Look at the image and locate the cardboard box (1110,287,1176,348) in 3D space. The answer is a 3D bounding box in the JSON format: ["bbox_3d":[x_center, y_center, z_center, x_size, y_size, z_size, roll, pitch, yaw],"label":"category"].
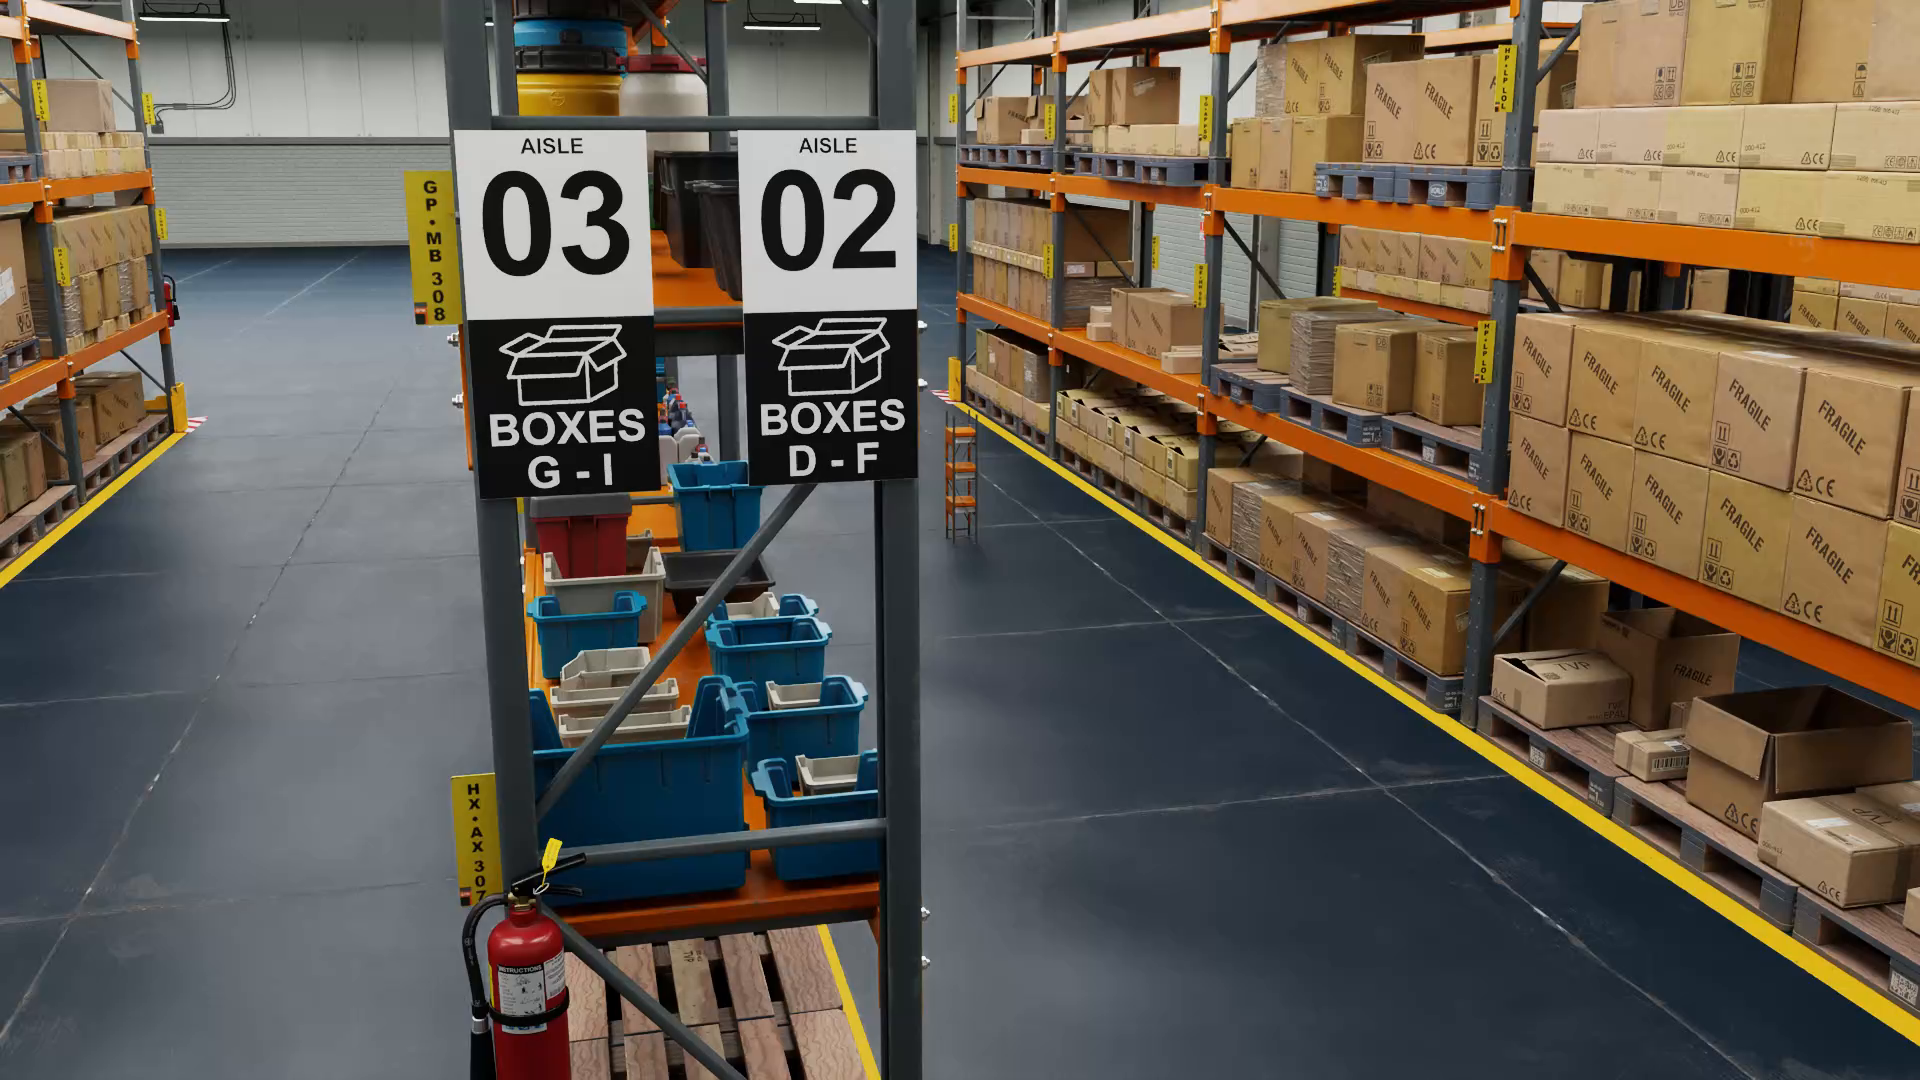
[{"bbox_3d":[1.690,-2.045,15.267,0.500,0.500,0.500,-2,14,-9],"label":"cardboard box"}]

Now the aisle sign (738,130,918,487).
[{"bbox_3d":[-0.290,-0.516,3.739,0.394,0.787,0.004,-3,14,-13],"label":"aisle sign"}]

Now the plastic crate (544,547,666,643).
[{"bbox_3d":[-1.356,0.215,6.348,0.437,0.282,0.530,-3,14,-13],"label":"plastic crate"}]

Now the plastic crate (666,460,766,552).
[{"bbox_3d":[-1.094,-0.108,7.457,0.392,0.384,0.575,-3,14,-13],"label":"plastic crate"}]

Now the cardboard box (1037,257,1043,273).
[{"bbox_3d":[1.009,-2.828,17.105,0.380,0.149,0.250,-4,14,-15],"label":"cardboard box"}]

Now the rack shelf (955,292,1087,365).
[{"bbox_3d":[0.932,-2.408,18.480,1.077,0.370,4.000,-3,14,-13],"label":"rack shelf"}]

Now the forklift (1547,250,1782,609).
[{"bbox_3d":[4.927,-1.129,11.871,1.130,2.935,3.031,-4,14,-14],"label":"forklift"}]

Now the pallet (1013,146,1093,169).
[{"bbox_3d":[1.176,-3.906,16.960,1.003,0.211,1.213,-3,14,-13],"label":"pallet"}]

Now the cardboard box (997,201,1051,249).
[{"bbox_3d":[0.820,-3.540,18.652,0.700,0.500,0.500,-3,14,-13],"label":"cardboard box"}]

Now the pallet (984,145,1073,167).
[{"bbox_3d":[0.893,-4.187,18.109,1.003,0.211,1.213,-3,14,-13],"label":"pallet"}]

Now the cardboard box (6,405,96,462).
[{"bbox_3d":[-8.425,-0.961,15.422,0.500,0.500,0.500,1,14,5],"label":"cardboard box"}]

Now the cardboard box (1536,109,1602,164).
[{"bbox_3d":[3.153,-1.952,8.038,0.500,0.250,0.500,-3,14,-13],"label":"cardboard box"}]

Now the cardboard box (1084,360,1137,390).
[{"bbox_3d":[1.597,-1.653,17.202,0.500,0.500,0.500,-3,14,-13],"label":"cardboard box"}]

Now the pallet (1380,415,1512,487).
[{"bbox_3d":[3.199,-0.548,9.754,1.003,0.211,1.213,-3,14,-13],"label":"pallet"}]

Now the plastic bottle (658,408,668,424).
[{"bbox_3d":[-1.793,-0.658,10.045,0.061,0.283,0.133,-3,14,-13],"label":"plastic bottle"}]

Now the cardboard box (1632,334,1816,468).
[{"bbox_3d":[3.360,-0.623,7.339,0.500,0.500,0.500,-4,14,-15],"label":"cardboard box"}]

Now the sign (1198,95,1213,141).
[{"bbox_3d":[1.800,-3.091,12.183,0.100,0.325,0.005,-3,14,-13],"label":"sign"}]

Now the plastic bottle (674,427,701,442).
[{"bbox_3d":[-1.545,-0.510,9.457,0.152,0.276,0.135,-3,14,-13],"label":"plastic bottle"}]

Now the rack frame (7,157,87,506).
[{"bbox_3d":[-8.228,-1.745,14.249,1.000,3.000,0.127,-3,14,-13],"label":"rack frame"}]

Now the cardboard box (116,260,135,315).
[{"bbox_3d":[-8.756,-2.506,16.527,0.875,0.500,0.500,-3,14,-13],"label":"cardboard box"}]

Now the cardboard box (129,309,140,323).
[{"bbox_3d":[-8.690,-2.320,17.134,0.380,0.149,0.250,-3,14,-13],"label":"cardboard box"}]

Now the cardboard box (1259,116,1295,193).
[{"bbox_3d":[2.596,-2.663,11.475,0.910,0.500,0.500,-3,14,-13],"label":"cardboard box"}]

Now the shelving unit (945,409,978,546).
[{"bbox_3d":[0.013,-0.498,13.252,0.215,1.050,0.252,-3,14,-13],"label":"shelving unit"}]

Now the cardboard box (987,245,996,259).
[{"bbox_3d":[0.524,-3.303,19.051,0.380,0.149,0.250,-4,14,-14],"label":"cardboard box"}]

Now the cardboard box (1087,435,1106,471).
[{"bbox_3d":[1.499,-0.820,15.373,0.500,0.250,0.500,-4,14,-15],"label":"cardboard box"}]

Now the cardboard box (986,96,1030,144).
[{"bbox_3d":[0.587,-4.598,18.218,0.500,0.500,0.500,-3,14,-13],"label":"cardboard box"}]

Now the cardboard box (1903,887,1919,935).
[{"bbox_3d":[3.845,1.425,6.319,0.380,0.166,0.250,-3,14,-13],"label":"cardboard box"}]

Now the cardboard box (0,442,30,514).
[{"bbox_3d":[-8.011,-0.490,13.454,0.700,0.500,0.500,-3,14,-14],"label":"cardboard box"}]

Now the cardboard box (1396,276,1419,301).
[{"bbox_3d":[5.449,-2.949,19.451,0.500,0.250,0.500,-3,14,-13],"label":"cardboard box"}]

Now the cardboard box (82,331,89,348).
[{"bbox_3d":[-8.118,-1.804,15.019,0.380,0.149,0.250,-3,14,-13],"label":"cardboard box"}]

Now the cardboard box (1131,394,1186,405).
[{"bbox_3d":[1.904,-1.240,15.909,0.500,0.311,0.500,-3,14,-12],"label":"cardboard box"}]

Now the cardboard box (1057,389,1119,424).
[{"bbox_3d":[1.257,-1.328,16.269,0.500,0.311,0.500,-3,14,-13],"label":"cardboard box"}]

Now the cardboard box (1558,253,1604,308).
[{"bbox_3d":[6.427,-2.587,16.558,0.700,0.500,0.500,-2,14,-7],"label":"cardboard box"}]

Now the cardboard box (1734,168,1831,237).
[{"bbox_3d":[3.504,-1.363,6.681,0.500,0.250,0.500,-3,14,-13],"label":"cardboard box"}]

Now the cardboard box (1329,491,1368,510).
[{"bbox_3d":[2.910,-0.051,11.655,0.500,0.500,0.500,-4,14,-15],"label":"cardboard box"}]

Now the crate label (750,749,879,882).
[{"bbox_3d":[-0.334,0.724,4.369,0.416,0.233,0.303,-3,14,-13],"label":"crate label"}]

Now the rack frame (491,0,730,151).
[{"bbox_3d":[-1.535,-3.090,7.113,1.000,3.000,0.127,-3,14,-13],"label":"rack frame"}]

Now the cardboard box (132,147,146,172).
[{"bbox_3d":[-8.808,-3.955,17.291,0.500,0.250,0.500,-3,14,-12],"label":"cardboard box"}]

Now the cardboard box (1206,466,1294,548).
[{"bbox_3d":[2.170,-0.252,12.478,0.500,0.500,0.500,-3,14,-11],"label":"cardboard box"}]

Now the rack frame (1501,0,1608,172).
[{"bbox_3d":[3.281,-3.365,8.240,1.000,3.000,0.127,-3,14,-13],"label":"rack frame"}]

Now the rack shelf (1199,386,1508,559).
[{"bbox_3d":[2.811,-0.563,10.925,1.077,0.370,4.000,-3,14,-13],"label":"rack shelf"}]

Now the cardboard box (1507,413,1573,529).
[{"bbox_3d":[3.135,-0.367,8.396,0.500,0.500,0.500,-3,14,-12],"label":"cardboard box"}]

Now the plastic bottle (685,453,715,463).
[{"bbox_3d":[-1.359,-0.328,8.709,0.152,0.276,0.135,-3,14,-13],"label":"plastic bottle"}]

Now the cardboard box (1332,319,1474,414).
[{"bbox_3d":[2.806,-1.107,10.544,0.700,0.500,0.500,-7,16,-27],"label":"cardboard box"}]

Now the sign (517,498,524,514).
[{"bbox_3d":[-2.070,-0.280,7.668,0.100,0.325,0.005,-3,14,-13],"label":"sign"}]

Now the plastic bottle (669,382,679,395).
[{"bbox_3d":[-1.911,-0.919,11.113,0.061,0.283,0.133,-3,14,-13],"label":"plastic bottle"}]

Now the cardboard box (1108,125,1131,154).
[{"bbox_3d":[1.669,-3.615,15.016,0.500,0.250,0.500,-5,15,-19],"label":"cardboard box"}]

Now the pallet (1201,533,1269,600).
[{"bbox_3d":[2.480,0.155,12.346,1.003,0.211,1.213,-3,14,-13],"label":"pallet"}]

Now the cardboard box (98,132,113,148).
[{"bbox_3d":[-8.501,-3.898,16.219,0.380,0.149,0.250,-4,14,-16],"label":"cardboard box"}]

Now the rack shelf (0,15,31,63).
[{"bbox_3d":[-7.759,-3.654,11.781,1.077,0.370,4.000,-3,14,-13],"label":"rack shelf"}]

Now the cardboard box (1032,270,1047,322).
[{"bbox_3d":[1.161,-2.568,17.408,0.700,0.500,0.500,-3,14,-14],"label":"cardboard box"}]

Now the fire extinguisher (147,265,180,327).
[{"bbox_3d":[-8.747,-2.682,18.249,0.296,0.674,0.183,-3,14,-13],"label":"fire extinguisher"}]

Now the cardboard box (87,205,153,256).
[{"bbox_3d":[-8.798,-3.233,17.397,0.500,0.500,0.500,-3,14,-13],"label":"cardboard box"}]

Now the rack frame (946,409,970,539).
[{"bbox_3d":[-0.016,-0.526,13.367,0.200,1.050,0.008,-3,14,-13],"label":"rack frame"}]

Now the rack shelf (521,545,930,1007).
[{"bbox_3d":[-1.065,0.635,6.022,1.077,0.370,4.000,-3,14,-13],"label":"rack shelf"}]

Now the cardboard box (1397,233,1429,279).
[{"bbox_3d":[5.451,-3.318,19.380,0.500,0.500,0.500,-3,14,-11],"label":"cardboard box"}]
